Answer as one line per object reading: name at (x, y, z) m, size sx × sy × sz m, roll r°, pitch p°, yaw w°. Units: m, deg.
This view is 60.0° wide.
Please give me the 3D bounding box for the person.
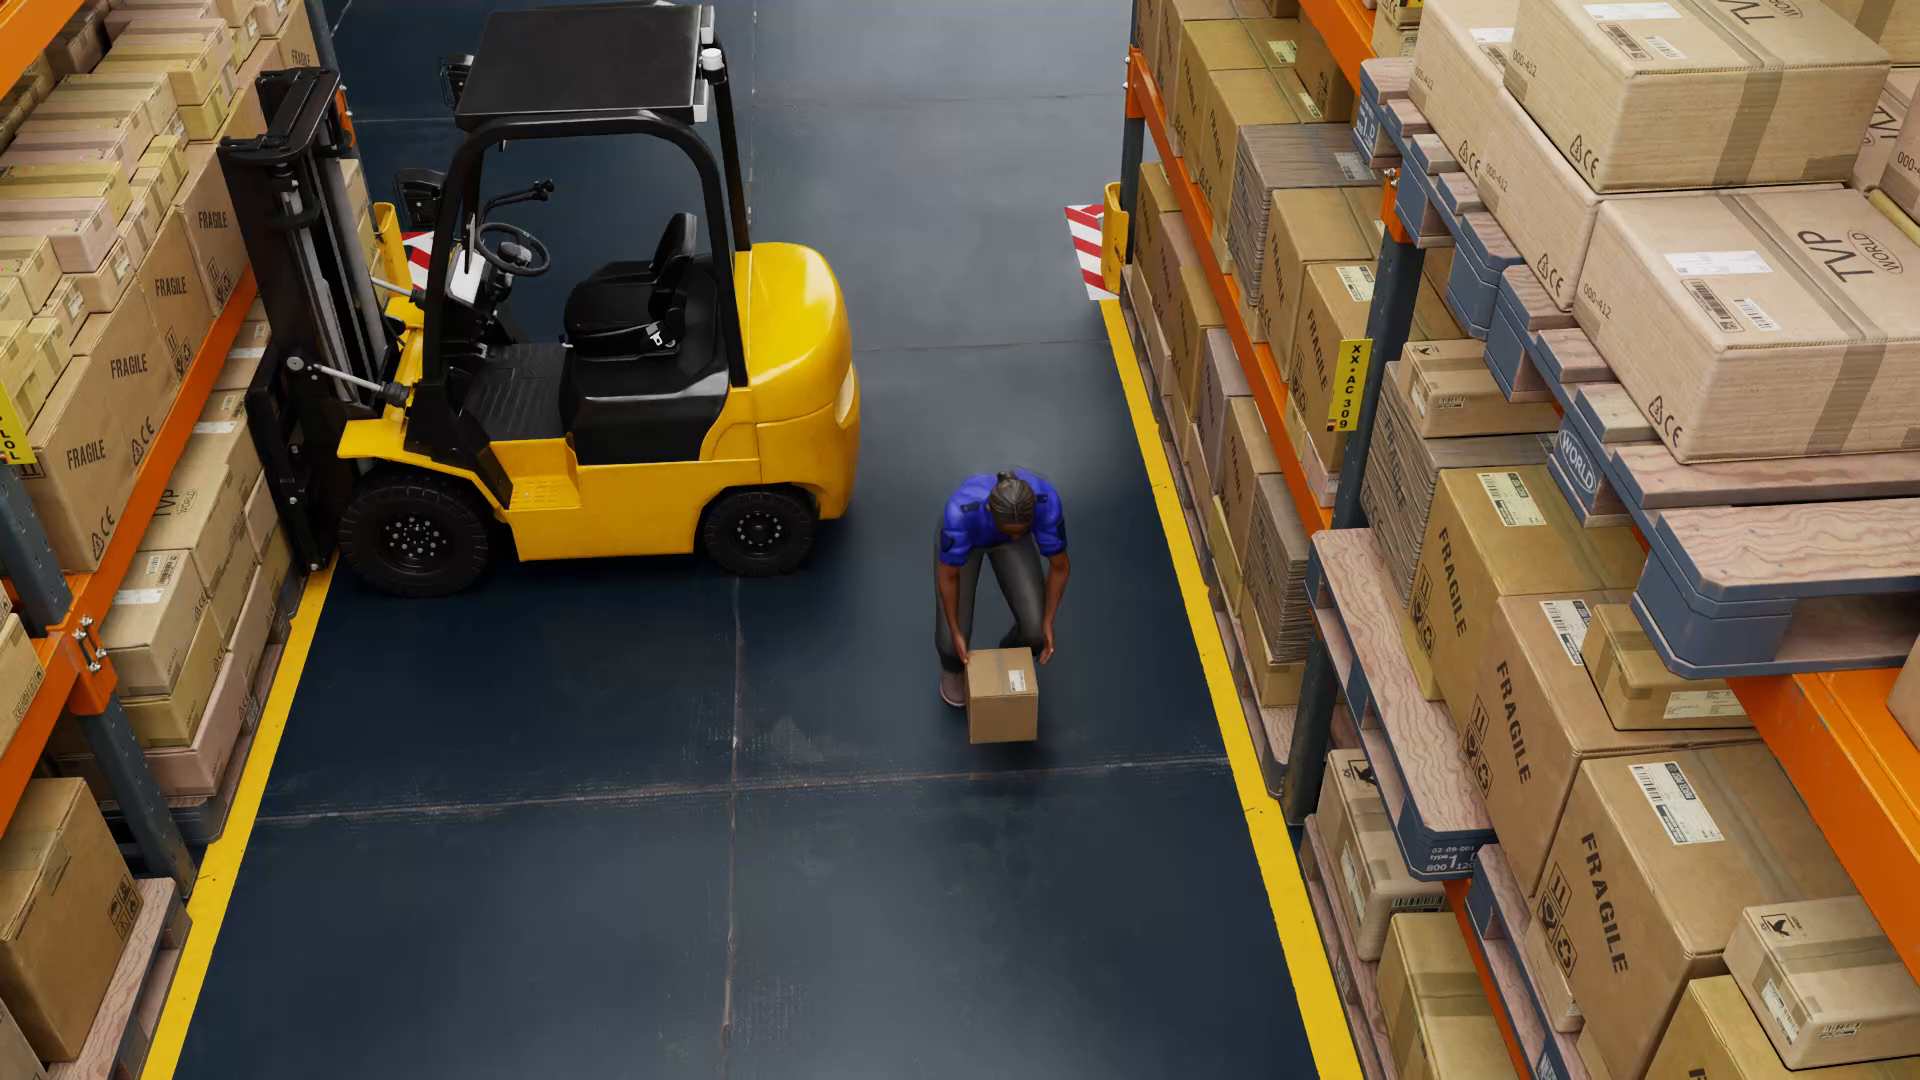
person at (0.149, 0.131, 6.326) m, size 0.500 × 1.252 × 0.694 m, roll -4°, pitch 39°, yaw -5°
